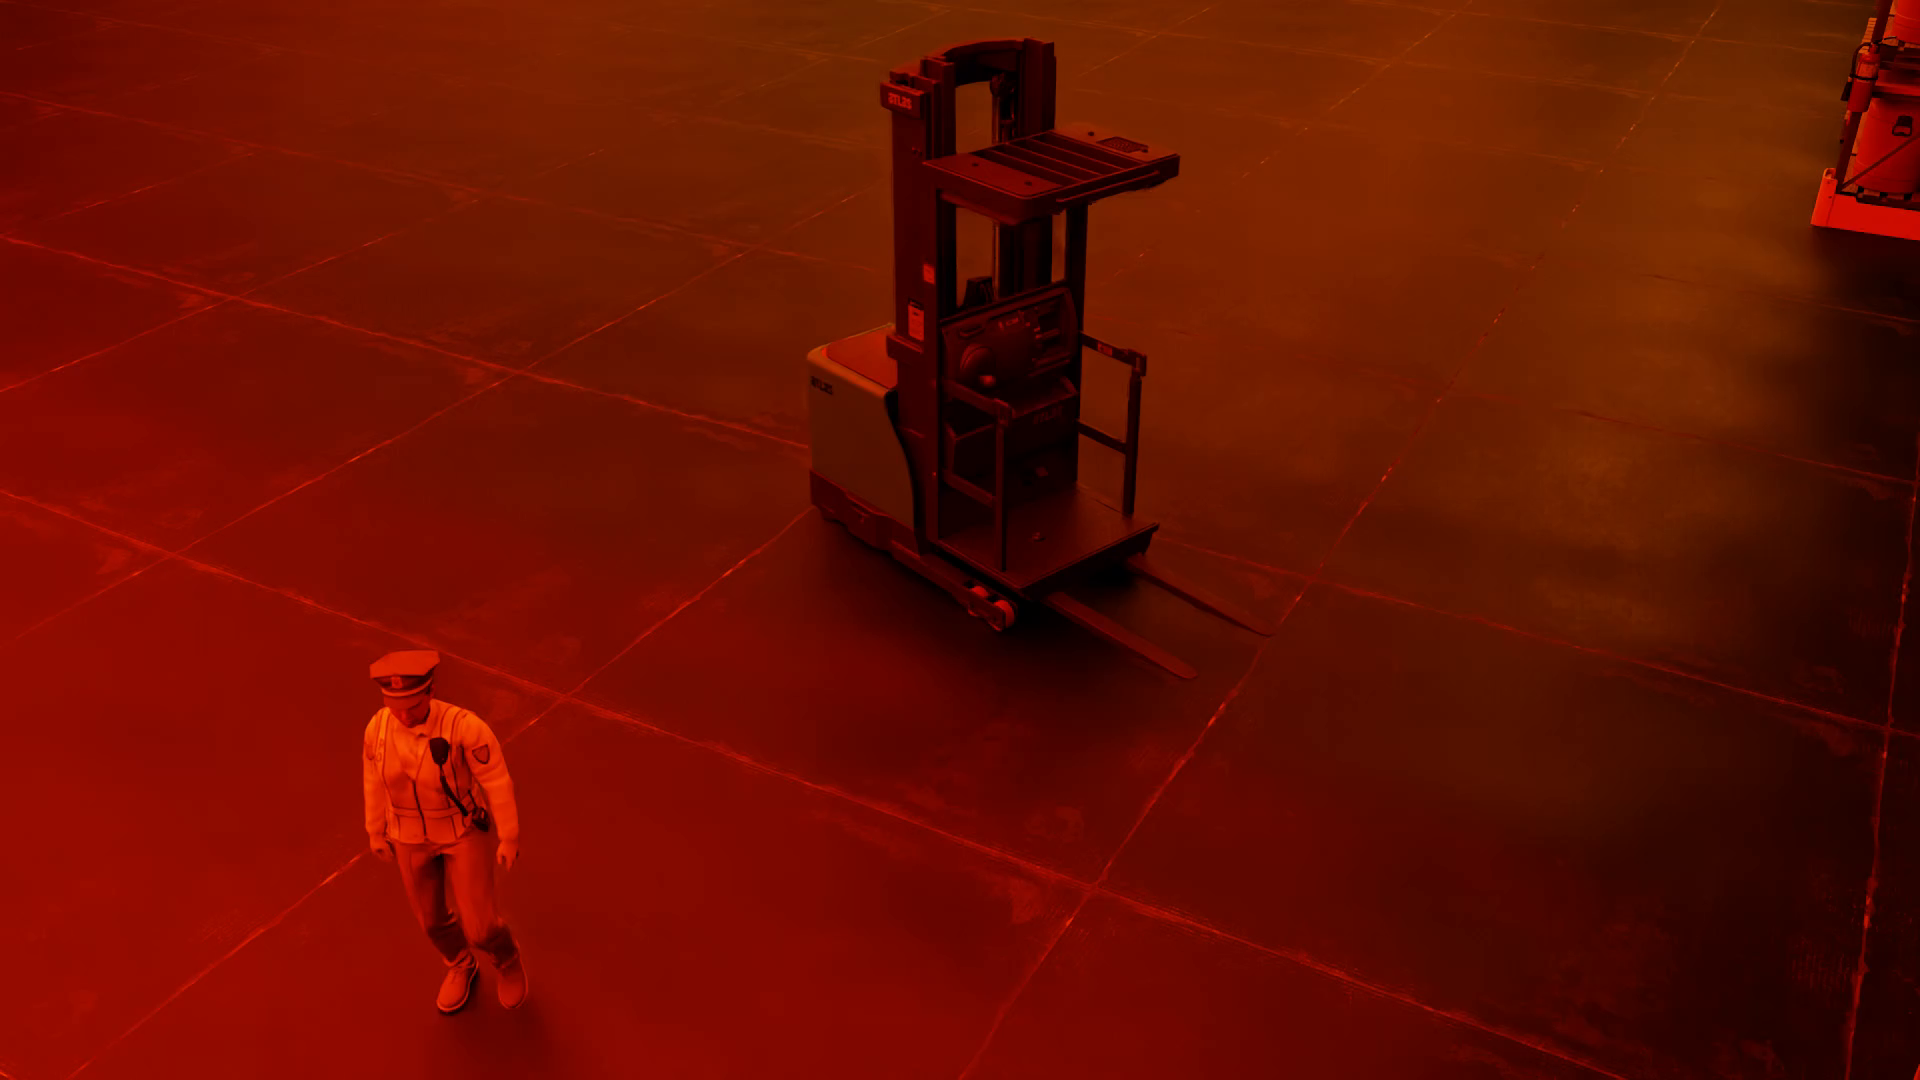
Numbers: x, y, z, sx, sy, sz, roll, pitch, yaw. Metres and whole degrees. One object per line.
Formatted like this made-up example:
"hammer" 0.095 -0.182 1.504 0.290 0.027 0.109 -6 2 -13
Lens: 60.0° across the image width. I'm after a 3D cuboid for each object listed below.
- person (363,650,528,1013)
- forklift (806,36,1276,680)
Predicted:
"person" -1.986 1.160 6.344 0.611 1.652 0.440 1 30 1
"forklift" 0.418 -1.057 8.902 1.130 2.935 3.031 -23 37 -34
